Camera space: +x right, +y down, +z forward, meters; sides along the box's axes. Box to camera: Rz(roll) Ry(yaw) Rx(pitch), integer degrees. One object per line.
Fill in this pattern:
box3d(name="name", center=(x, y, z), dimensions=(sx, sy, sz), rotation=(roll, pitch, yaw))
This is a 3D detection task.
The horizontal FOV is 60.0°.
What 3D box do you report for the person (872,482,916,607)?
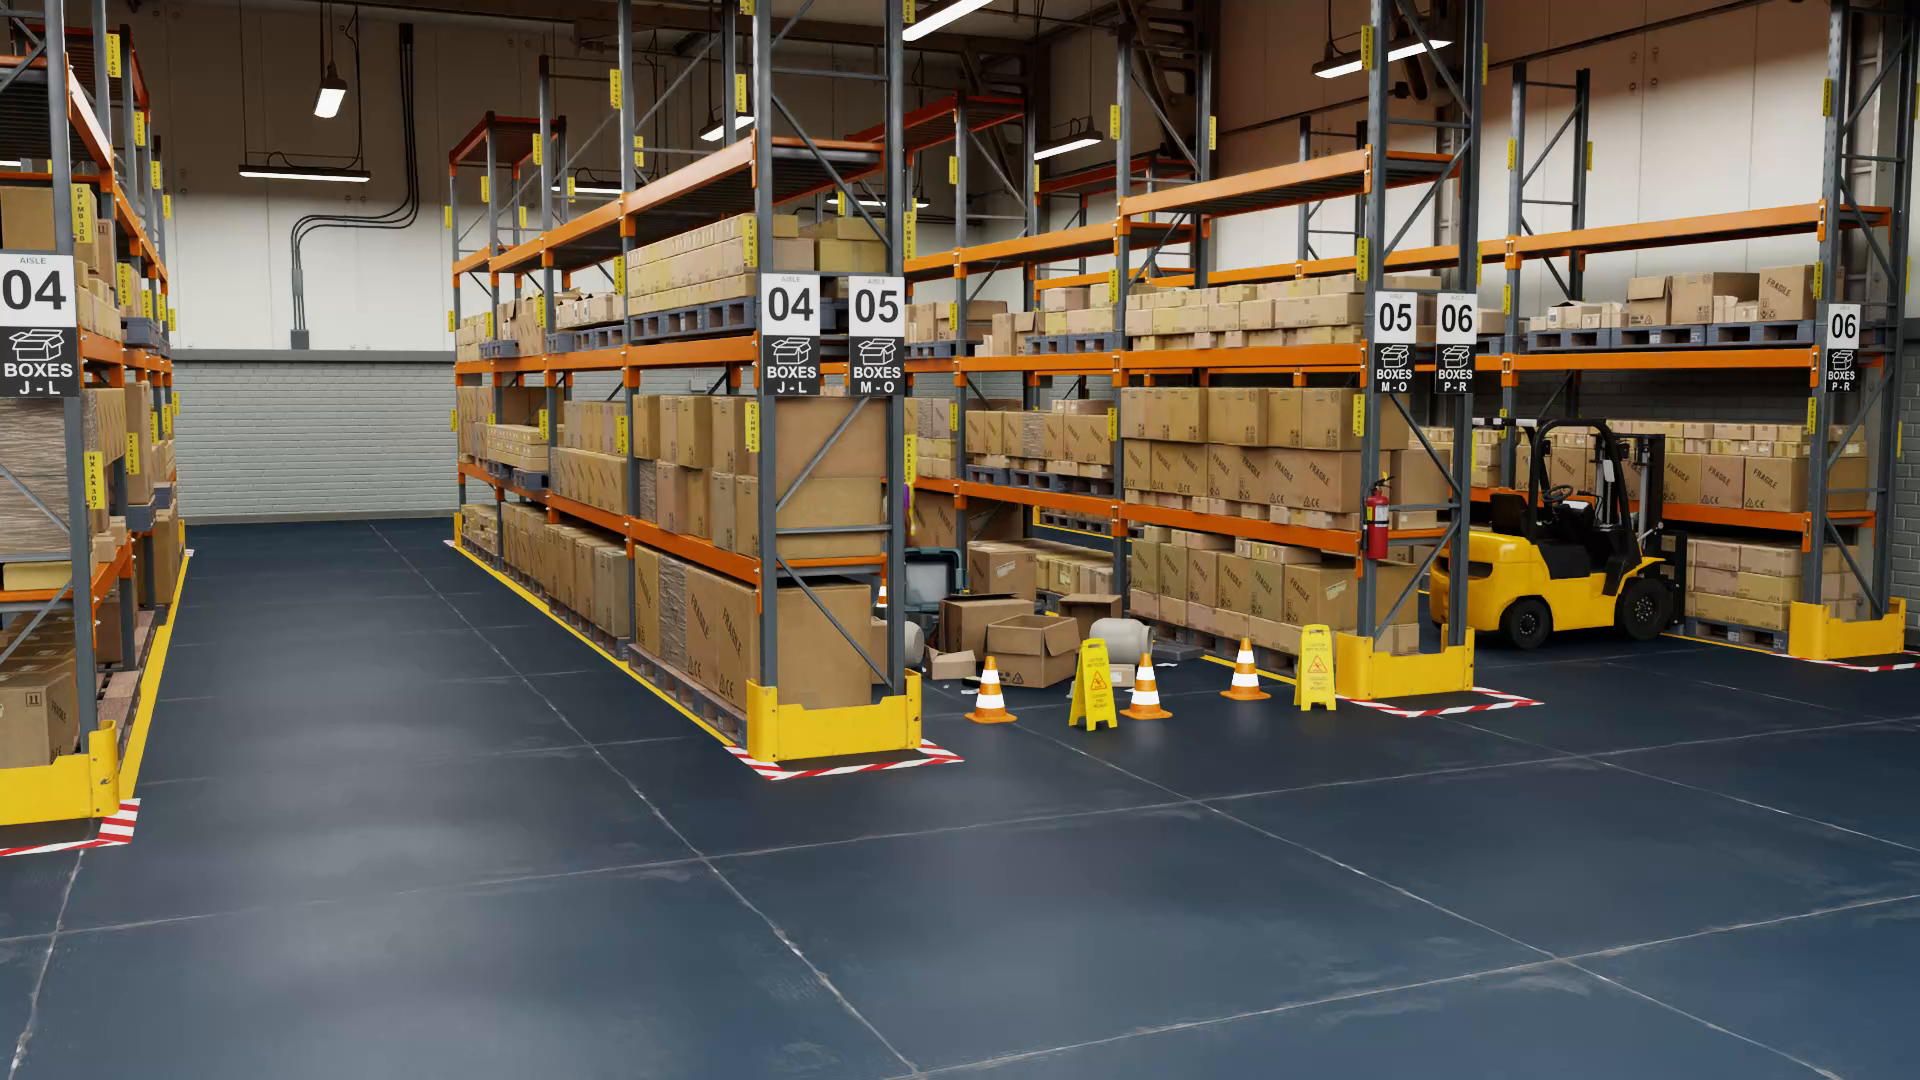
box3d(name="person", center=(-0.655, -0.066, 17.784), dimensions=(0.822, 1.711, 0.604), rotation=(0, 5, 5))
